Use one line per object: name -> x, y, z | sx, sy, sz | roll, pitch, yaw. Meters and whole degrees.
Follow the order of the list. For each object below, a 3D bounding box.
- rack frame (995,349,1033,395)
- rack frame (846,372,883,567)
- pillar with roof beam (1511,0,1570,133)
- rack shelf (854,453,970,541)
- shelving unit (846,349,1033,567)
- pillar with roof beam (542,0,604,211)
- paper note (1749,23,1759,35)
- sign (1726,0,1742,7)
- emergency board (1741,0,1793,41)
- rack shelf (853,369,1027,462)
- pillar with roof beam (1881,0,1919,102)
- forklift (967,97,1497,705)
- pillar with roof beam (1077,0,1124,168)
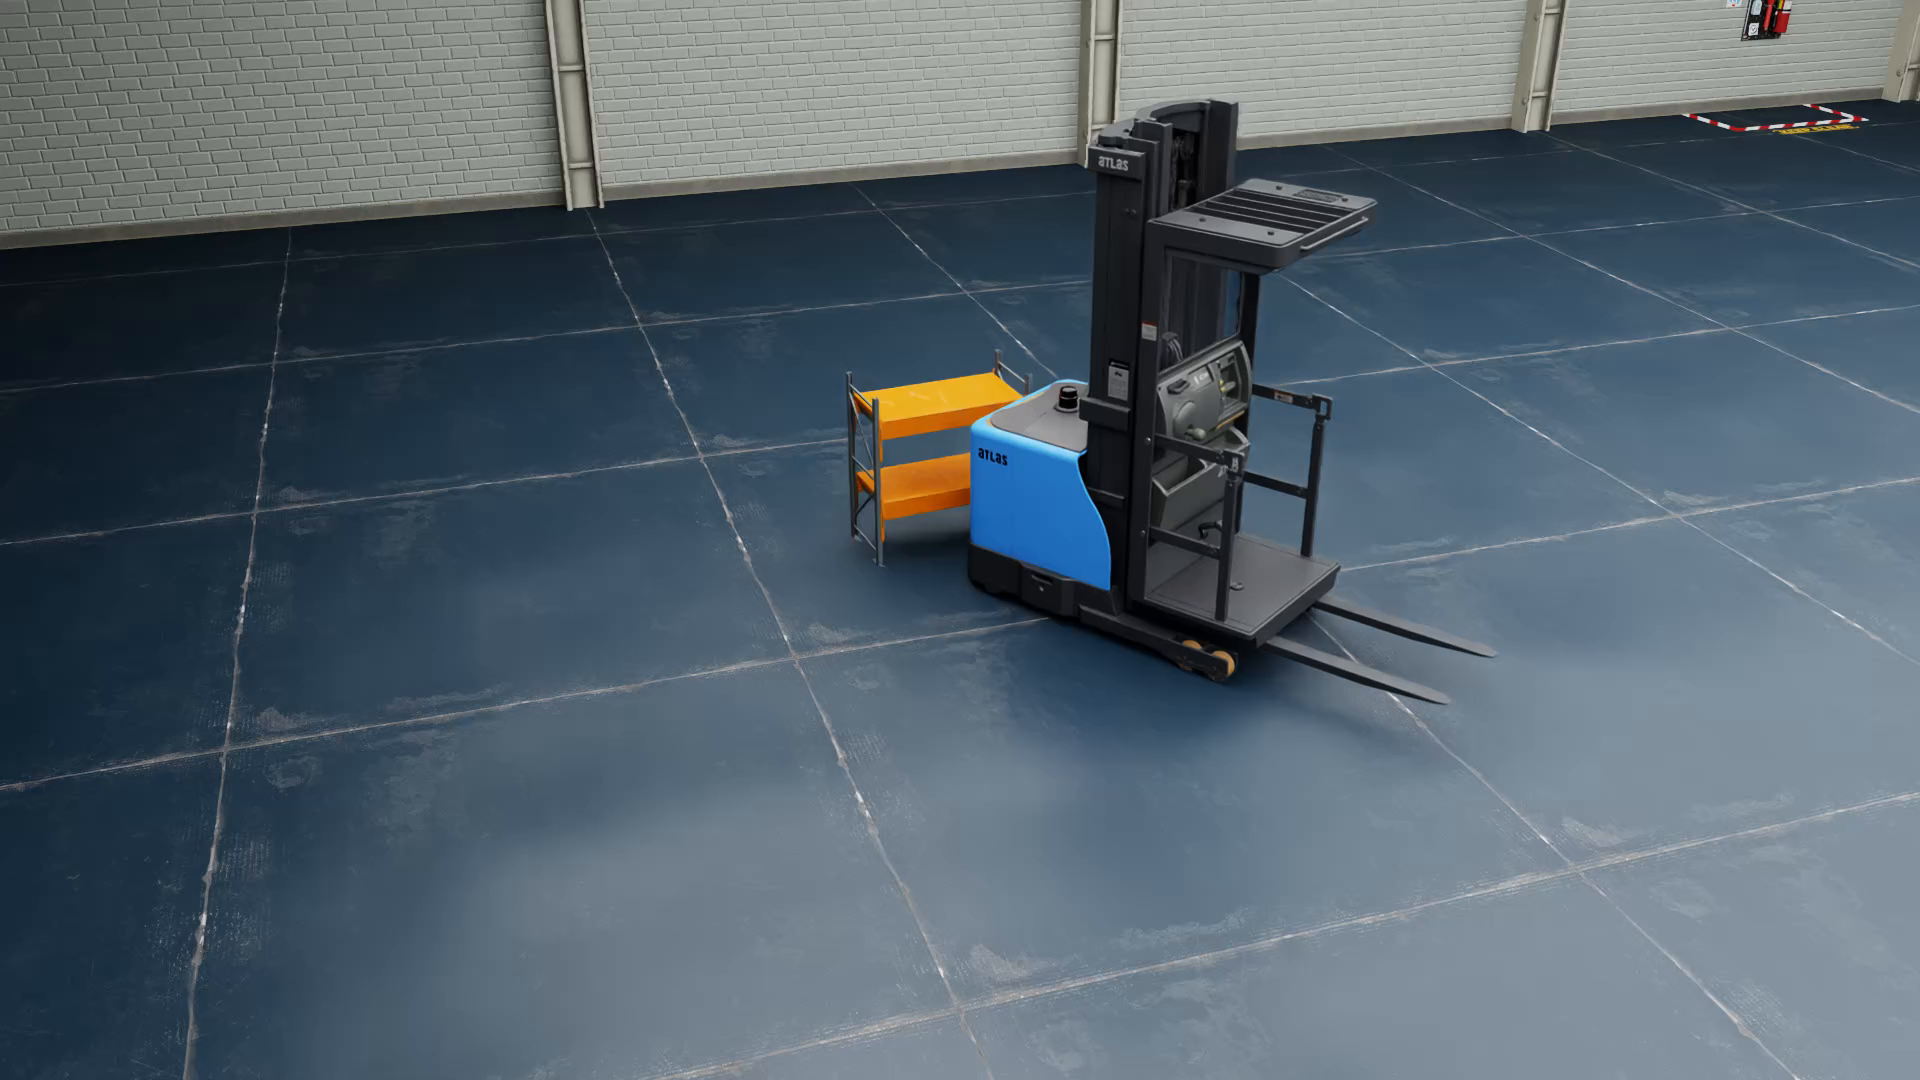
rack frame -> 0.337, -0.617, 10.728 | 0.032, 1.125, 0.500 | -11, 28, -21
rack frame -> -0.595, -0.437, 10.364 | 0.032, 1.125, 0.500 | -11, 28, -21
pillar with roof beam -> 8.659, -7.498, 15.734 | 0.400, 9.000, 9.100 | -8, 28, -16
rack shelf -> -0.129, -0.308, 10.655 | 1.000, 0.278, 0.538 | -11, 28, -21
shelving unit -> -0.129, -0.527, 10.546 | 1.048, 1.125, 0.538 | -11, 28, -21
pillar with roof beam -> -2.751, -5.846, 12.405 | 0.400, 9.000, 9.100 | -8, 28, -16
paper note -> 10.480, -6.744, 21.951 | 0.142, 0.148, 0.016 | -8, 28, -16
sign -> 10.112, -7.117, 21.672 | 0.234, 0.329, 0.001 | -8, 28, -16
emergency board -> 10.669, -7.133, 21.745 | 0.643, 1.169, 0.194 | -8, 28, -16
rack shelf -> -0.129, -0.789, 10.416 | 1.000, 0.278, 0.538 | -11, 28, -21
pillar with roof beam -> 14.364, -8.324, 17.398 | 0.400, 9.000, 9.100 | -8, 28, -16
forklift -> 1.517, -0.800, 9.066 | 3.031, 2.935, 1.130 | 19, 32, 34
pillar with roof beam -> 2.954, -6.672, 14.069 | 0.400, 9.000, 9.100 | -8, 28, -16
